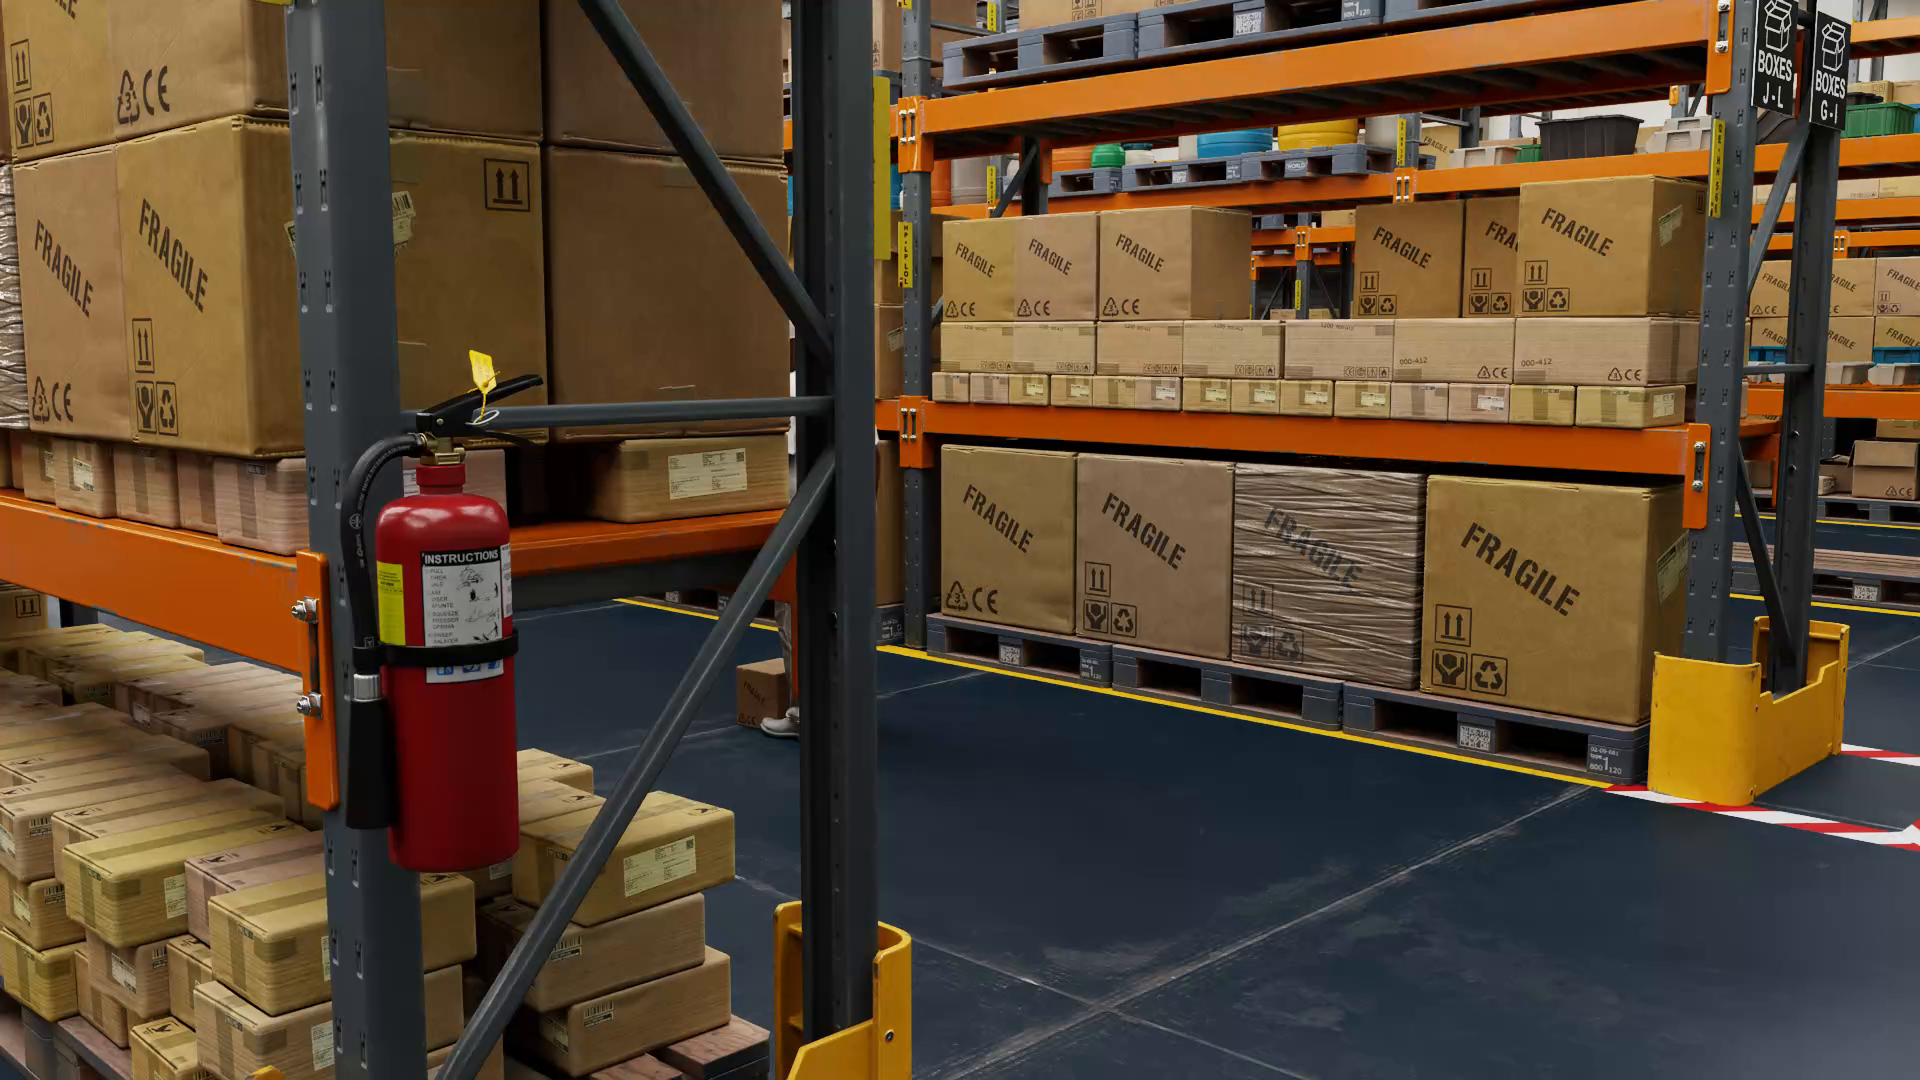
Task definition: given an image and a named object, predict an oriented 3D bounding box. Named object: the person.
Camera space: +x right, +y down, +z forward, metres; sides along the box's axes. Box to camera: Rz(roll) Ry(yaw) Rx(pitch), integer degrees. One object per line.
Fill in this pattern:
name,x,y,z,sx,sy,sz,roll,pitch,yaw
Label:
person,-0.588,-0.073,6.794,0.458,1.757,0.626,6,9,42
